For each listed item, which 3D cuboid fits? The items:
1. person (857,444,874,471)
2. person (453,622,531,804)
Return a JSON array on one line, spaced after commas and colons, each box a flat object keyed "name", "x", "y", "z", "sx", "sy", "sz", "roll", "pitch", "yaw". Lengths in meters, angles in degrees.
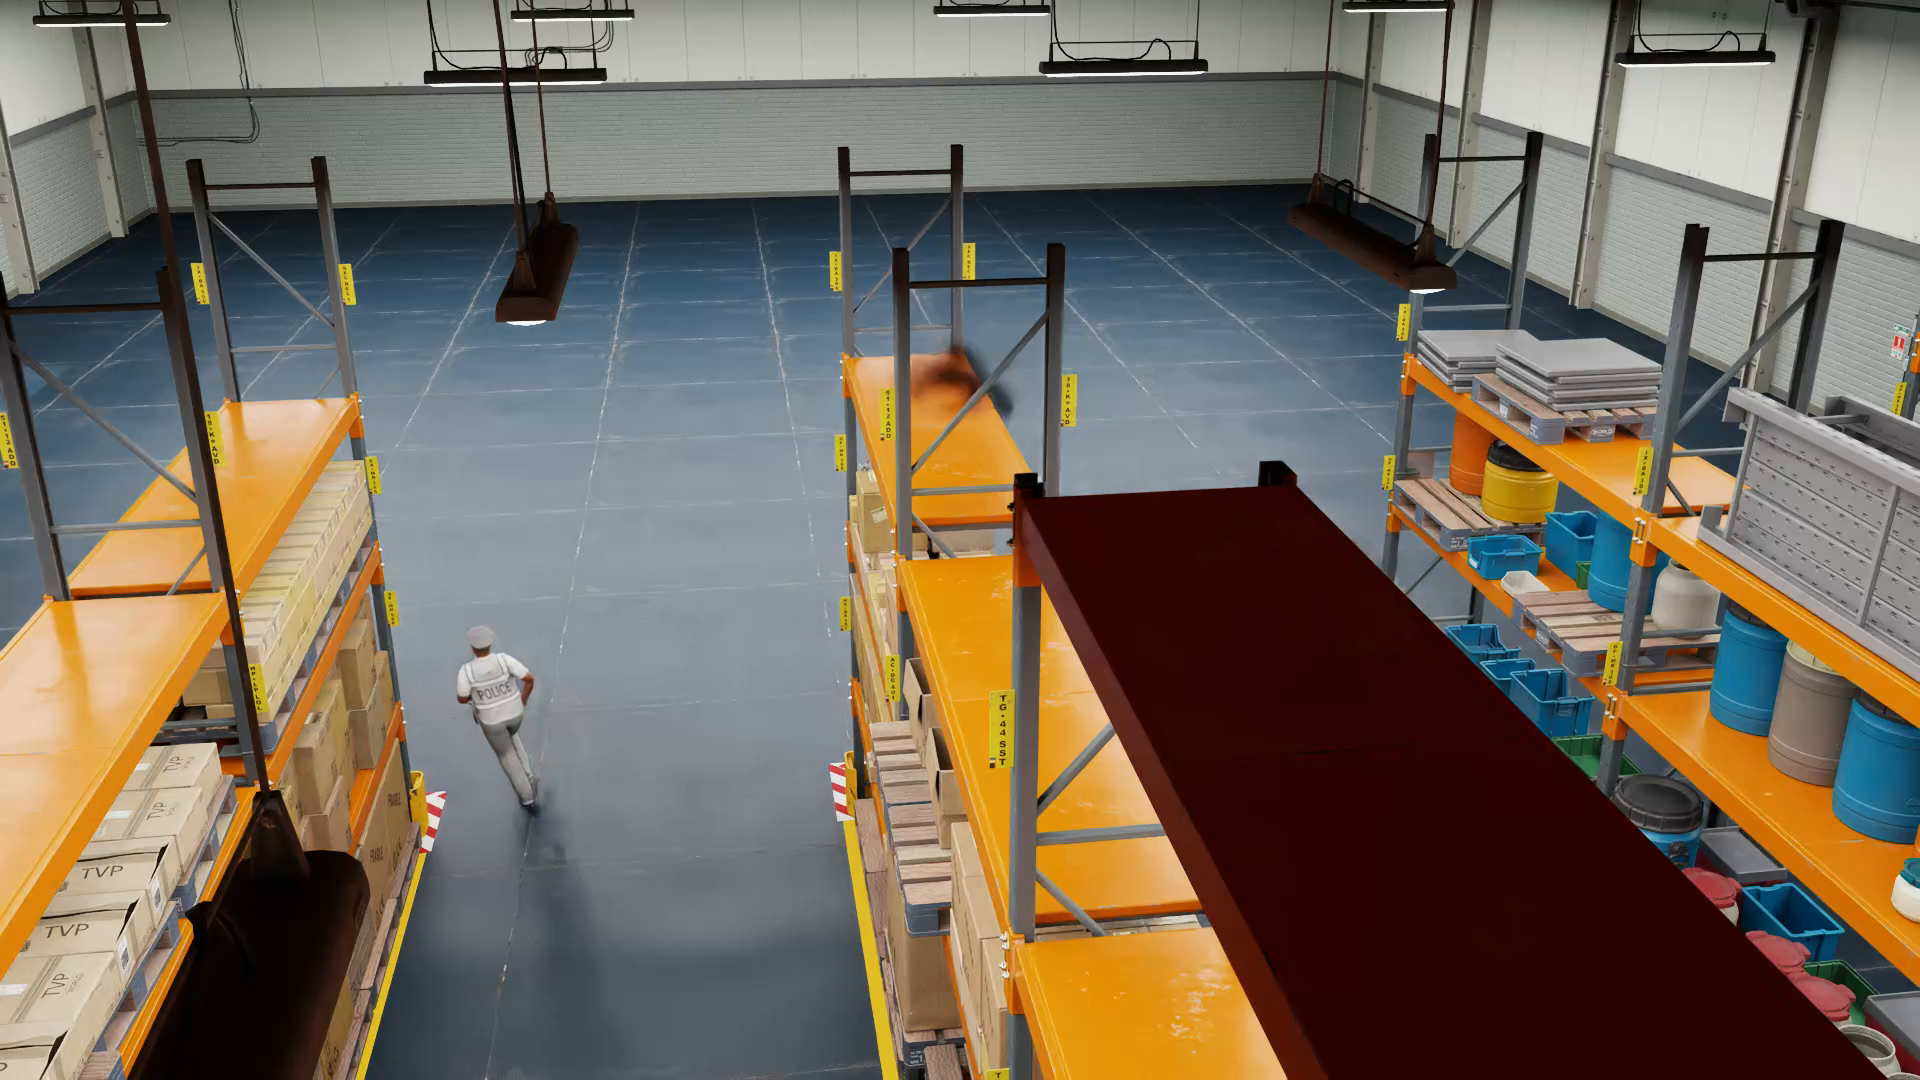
[{"name": "person", "x": -1.079, "y": -0.573, "z": 20.793, "sx": 0.712, "sy": 1.745, "sz": 0.594, "roll": 6, "pitch": 22, "yaw": 14}, {"name": "person", "x": -4.279, "y": 1.600, "z": 15.226, "sx": 0.629, "sy": 1.815, "sz": 0.723, "roll": -17, "pitch": 27, "yaw": -36}]
